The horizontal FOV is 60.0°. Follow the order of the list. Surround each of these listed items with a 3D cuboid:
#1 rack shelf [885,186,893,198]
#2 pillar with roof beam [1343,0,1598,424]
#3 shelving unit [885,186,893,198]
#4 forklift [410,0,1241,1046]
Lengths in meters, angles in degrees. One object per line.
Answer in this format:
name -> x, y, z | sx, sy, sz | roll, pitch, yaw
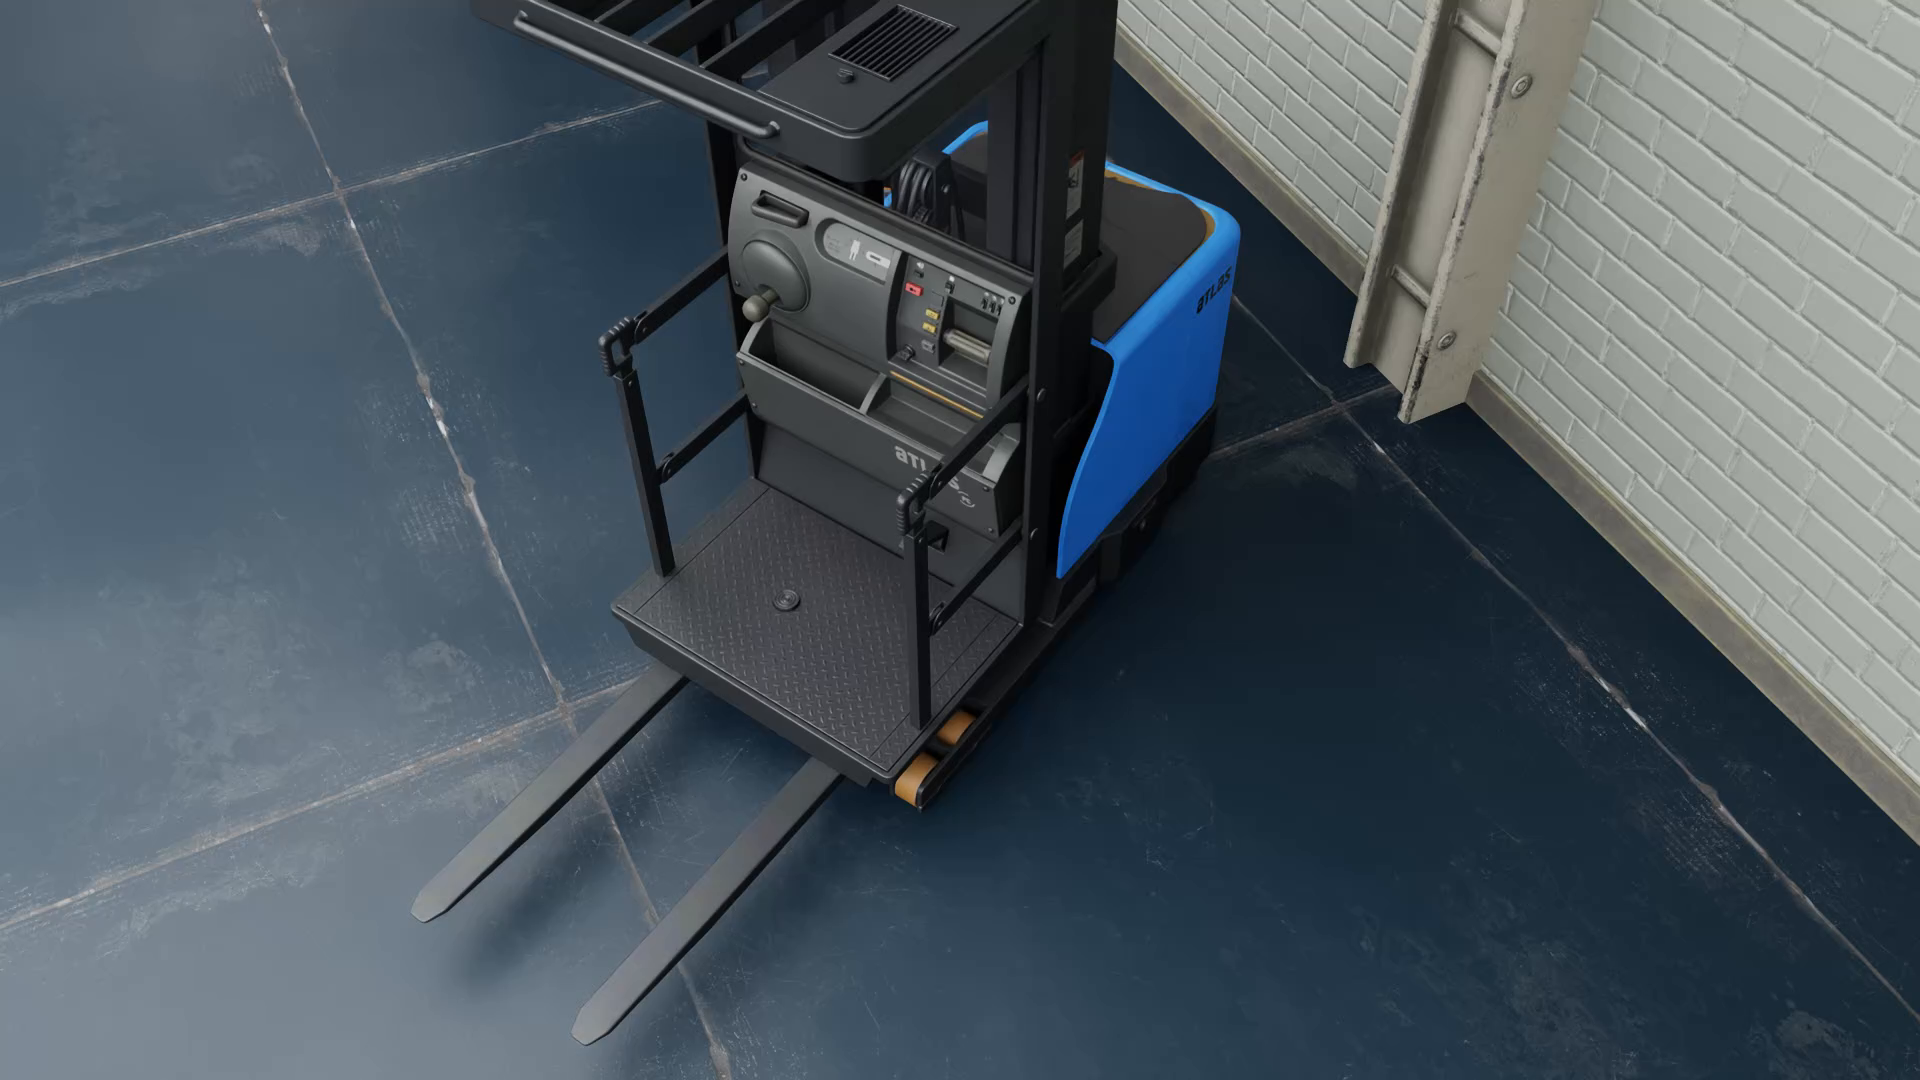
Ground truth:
rack shelf -> -0.286, -1.352, 6.802 | 0.258, 0.180, 0.103 | -2, 49, -2
pillar with roof beam -> -2.141, -2.089, 1.599 | 9.100, 9.000, 0.400 | -21, 52, -18
shelving unit -> -0.288, -1.386, 6.832 | 0.258, 0.189, 1.200 | -2, 49, -2
forklift -> -0.363, -0.581, 4.311 | 1.130, 2.935, 3.031 | 28, 55, 22
